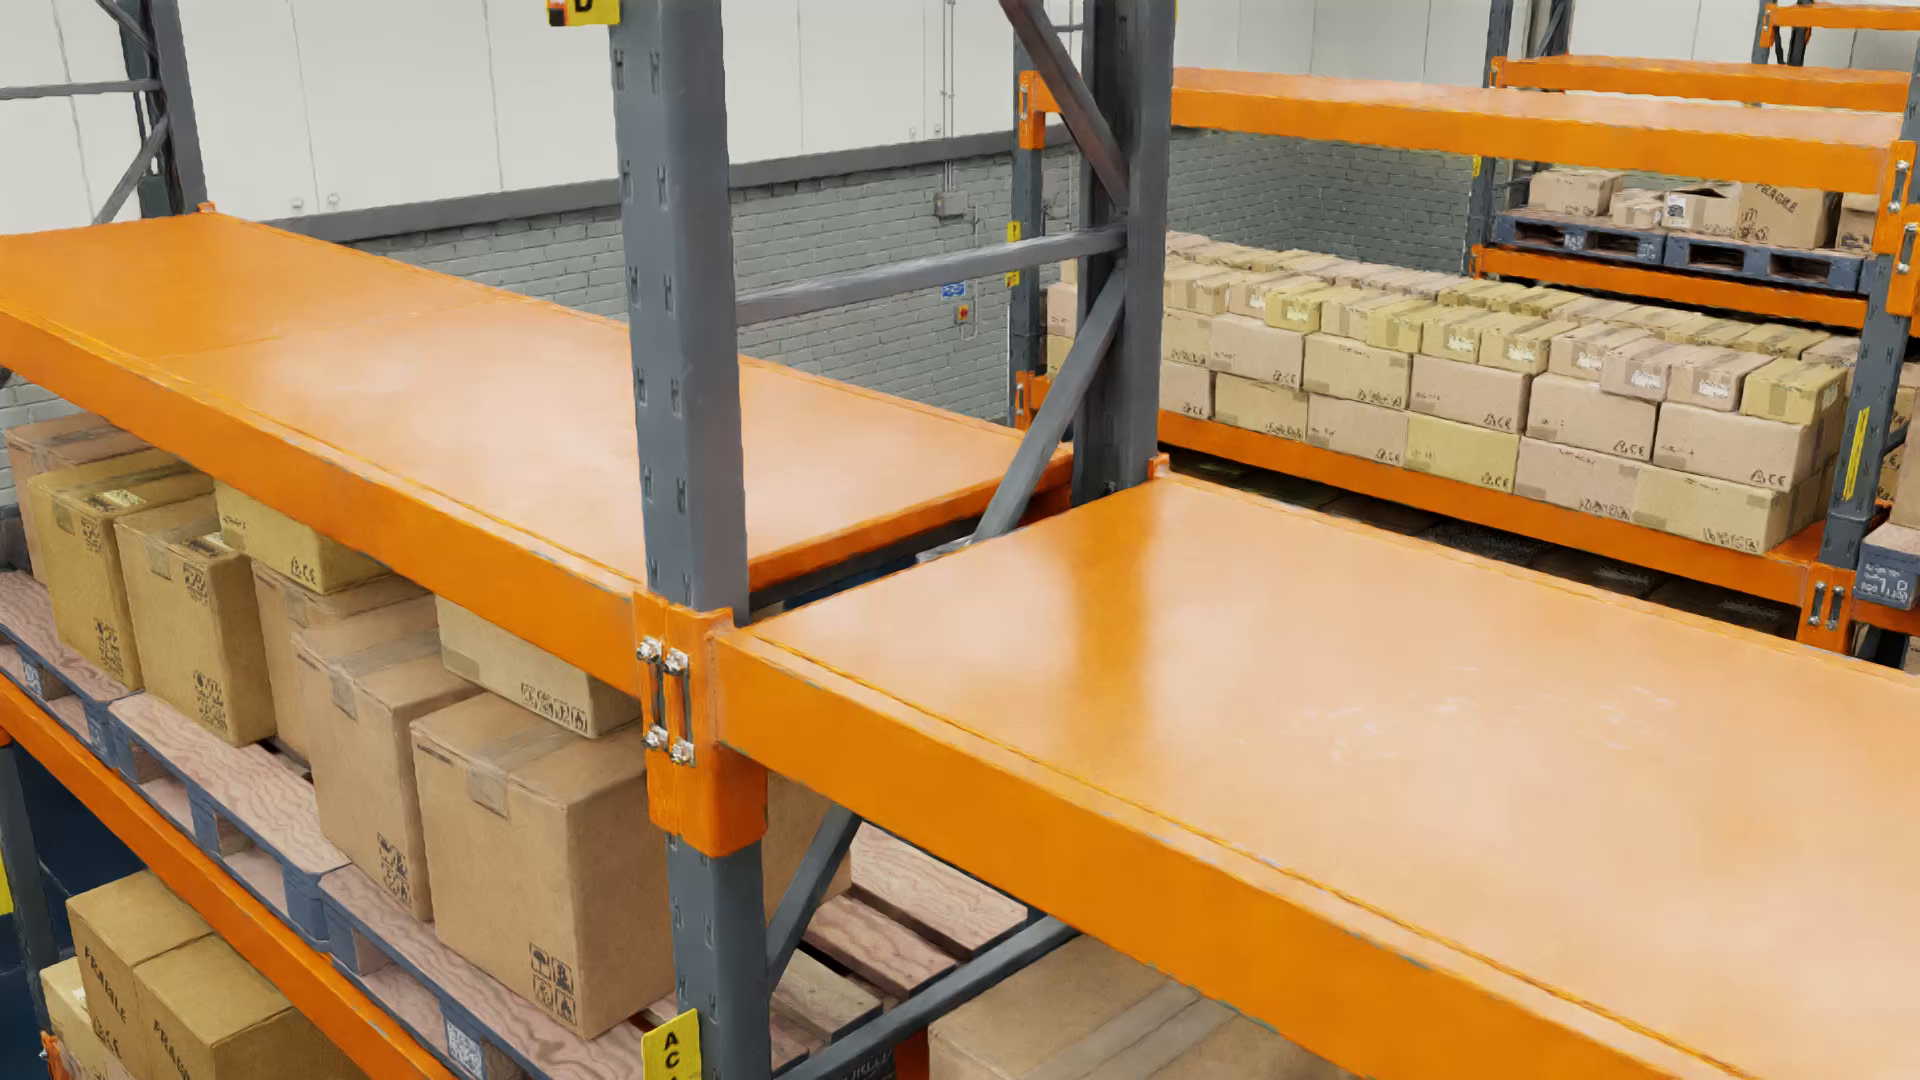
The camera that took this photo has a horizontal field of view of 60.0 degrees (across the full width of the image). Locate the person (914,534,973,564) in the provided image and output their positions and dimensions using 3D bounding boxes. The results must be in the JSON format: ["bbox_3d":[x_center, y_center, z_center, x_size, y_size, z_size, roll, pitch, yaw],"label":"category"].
[{"bbox_3d":[-0.118,0.008,11.858,0.626,1.728,0.777,8,22,21],"label":"person"}]
